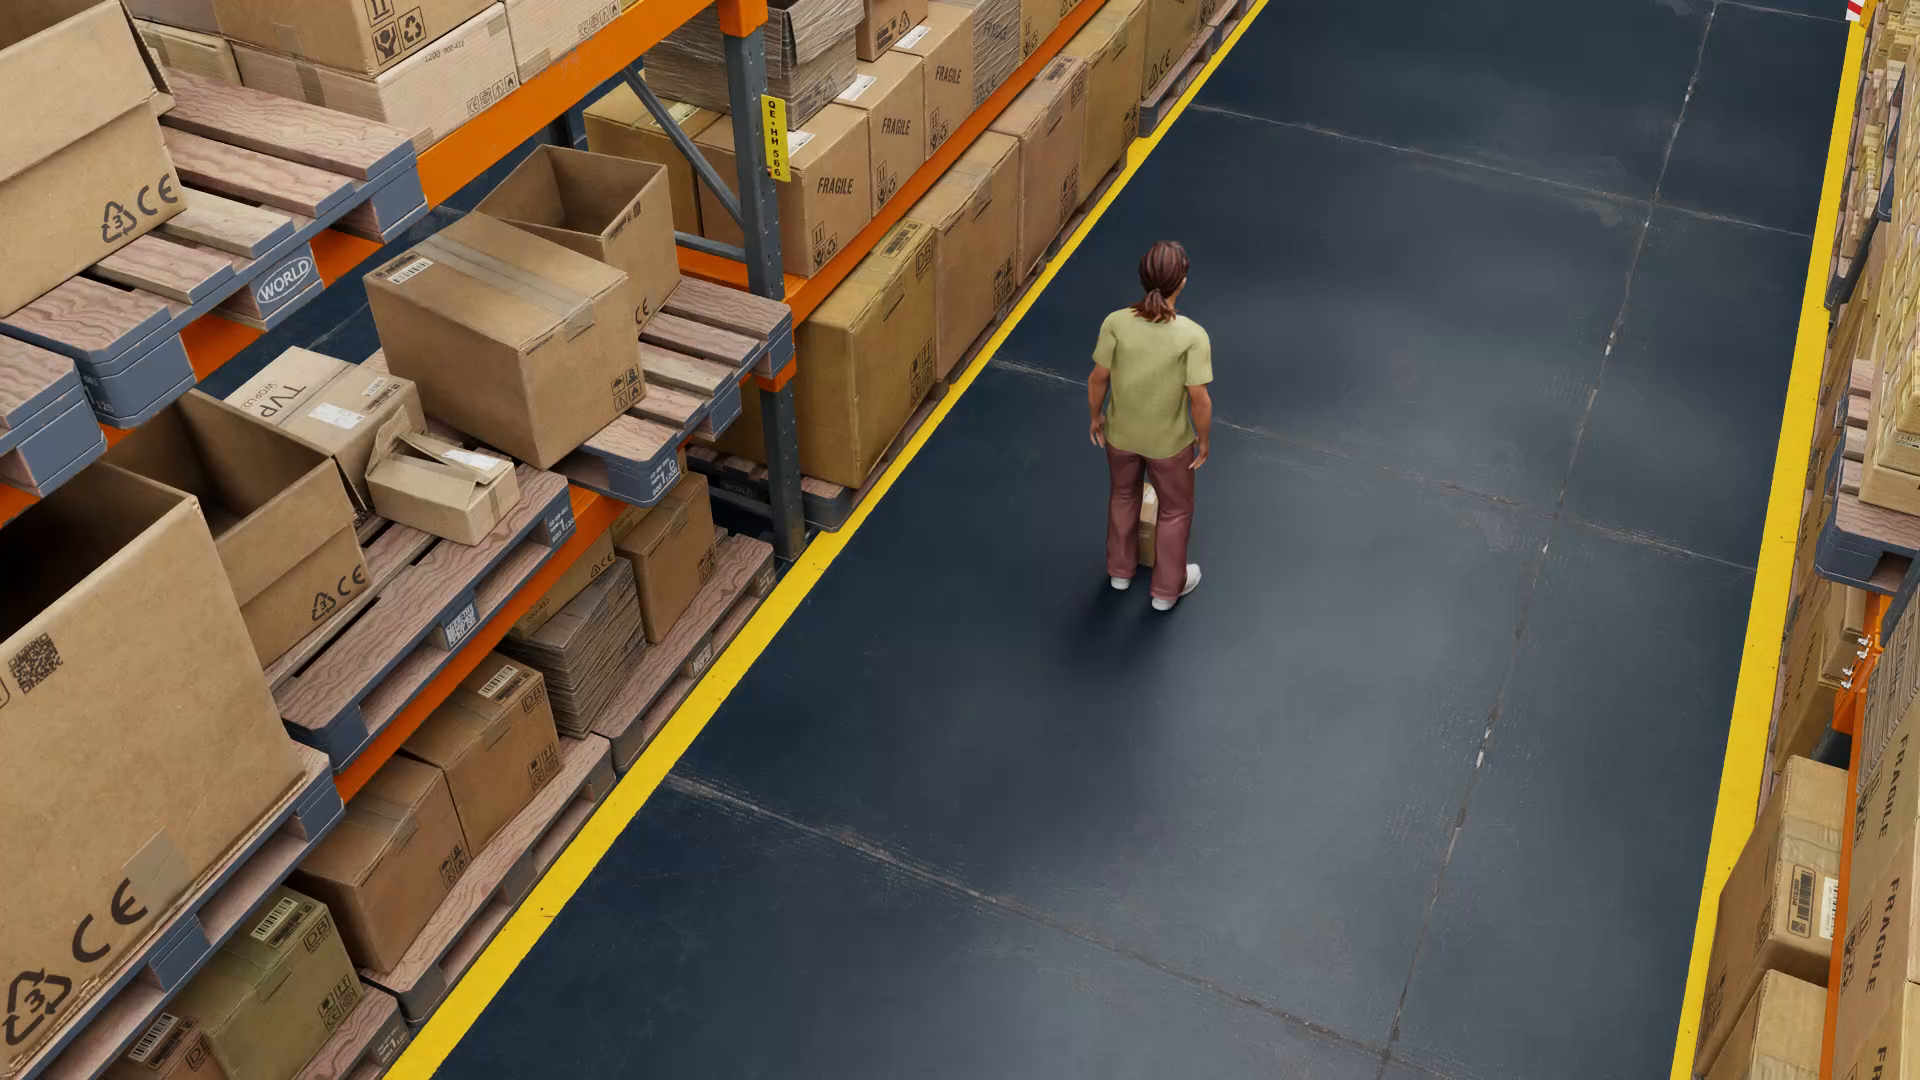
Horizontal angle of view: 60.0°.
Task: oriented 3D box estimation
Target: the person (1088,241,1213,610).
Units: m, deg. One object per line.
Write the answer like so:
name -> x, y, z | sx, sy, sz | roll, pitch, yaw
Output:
person -> 0.771, -0.446, 6.655 | 0.505, 1.671, 0.416 | 15, 44, 16
